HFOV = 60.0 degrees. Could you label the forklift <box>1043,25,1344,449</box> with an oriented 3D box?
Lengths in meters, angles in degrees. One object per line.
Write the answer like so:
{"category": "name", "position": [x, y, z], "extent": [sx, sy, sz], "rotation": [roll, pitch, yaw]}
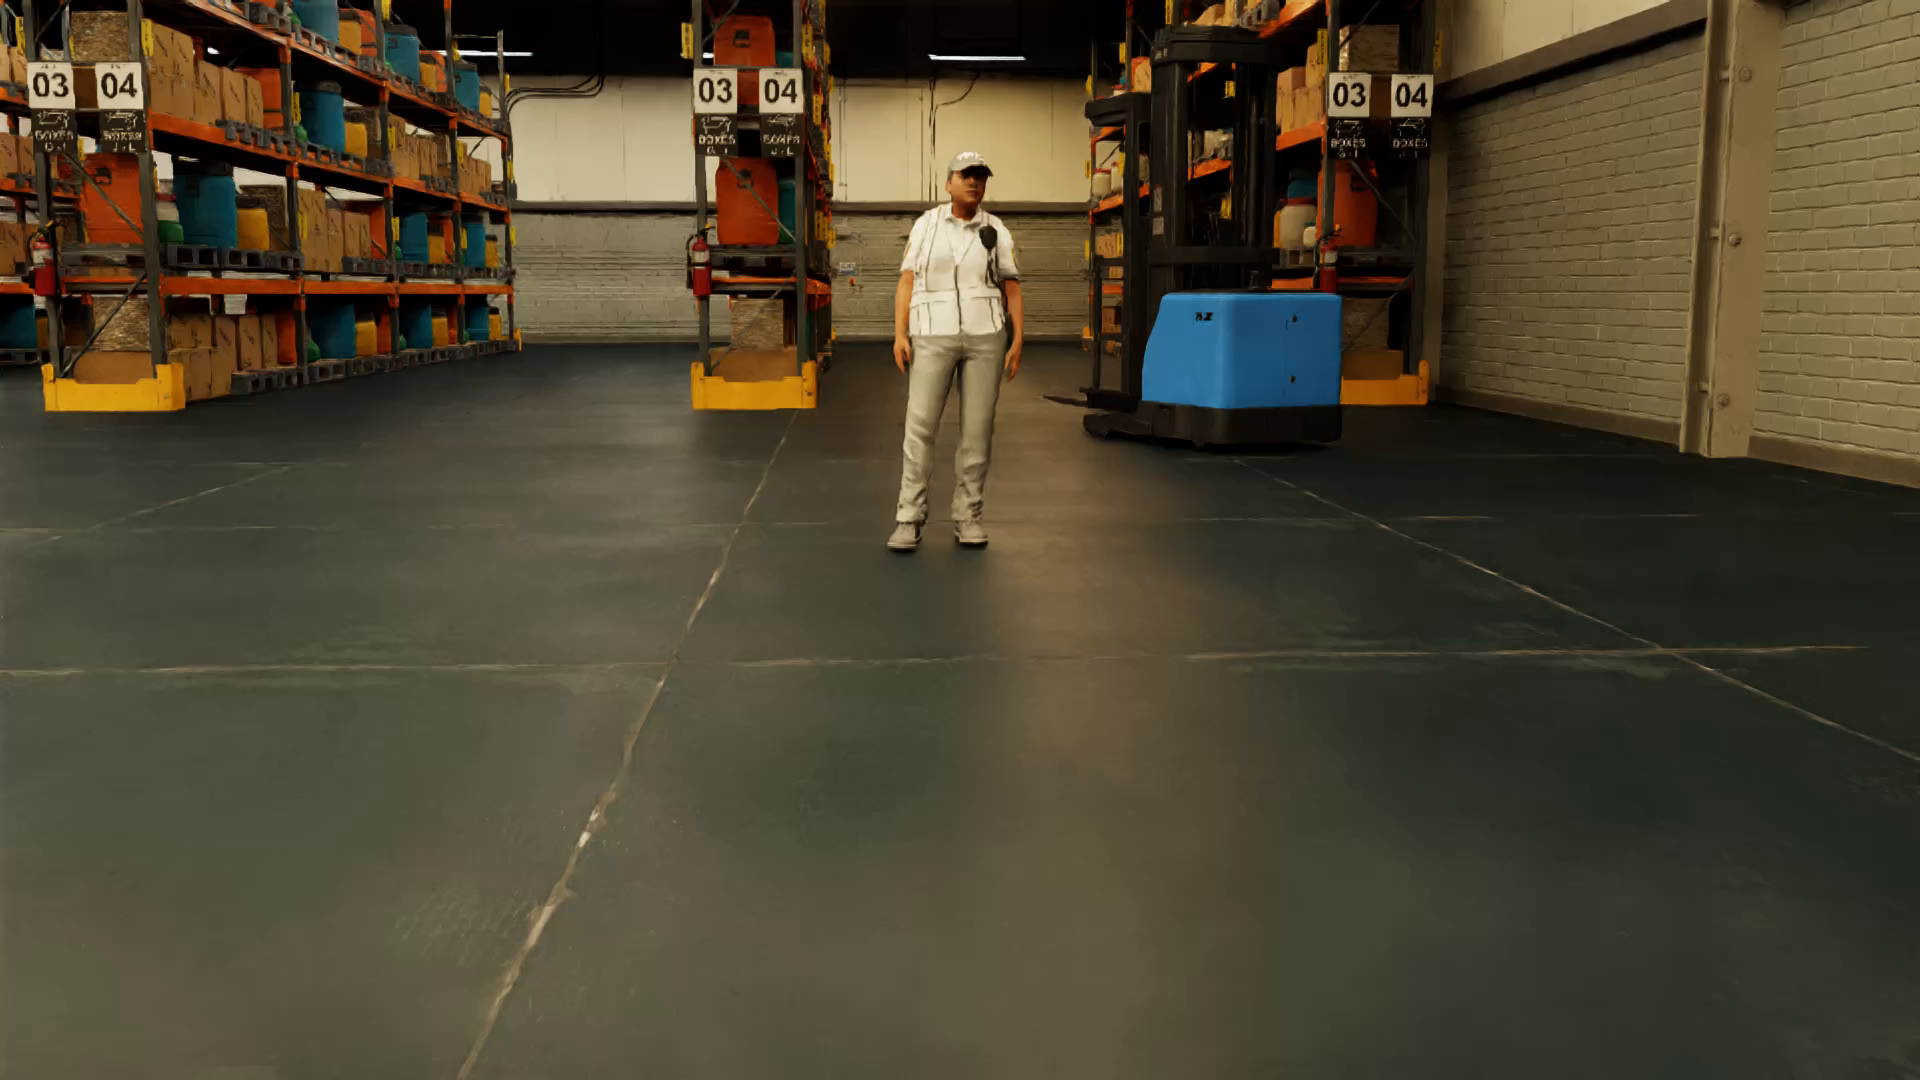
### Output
{"category": "forklift", "position": [1.604, -2.252, 12.496], "extent": [1.130, 2.935, 3.031], "rotation": [-4, 9, -23]}

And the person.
{"category": "person", "position": [-0.018, -0.820, 7.109], "extent": [0.598, 1.669, 0.529], "rotation": [-1, 8, -4]}
